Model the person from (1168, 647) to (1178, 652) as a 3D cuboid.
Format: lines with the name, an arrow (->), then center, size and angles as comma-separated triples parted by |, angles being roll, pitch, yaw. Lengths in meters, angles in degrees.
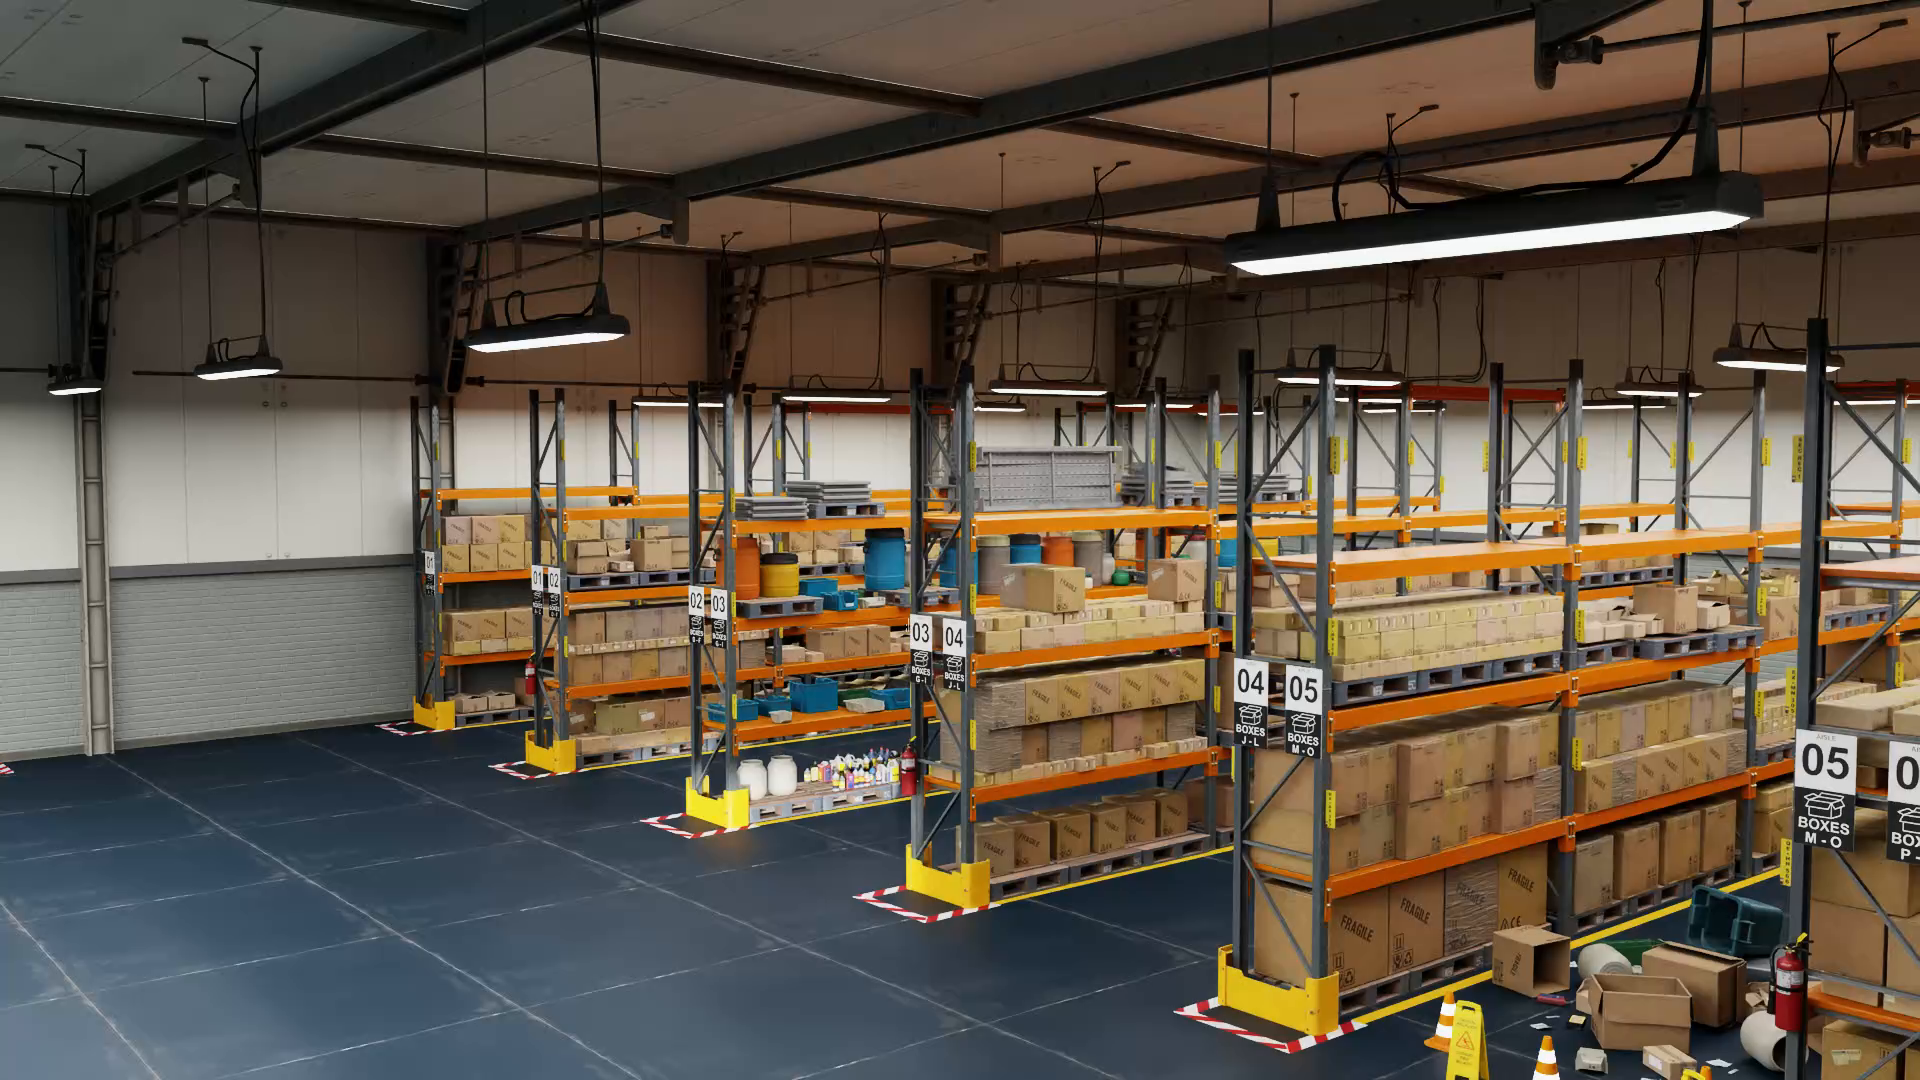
person -> 4.170, 2.356, 31.430 | 0.649, 1.658, 0.601 | -3, 5, -45

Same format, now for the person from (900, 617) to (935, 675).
person -> -0.879, 1.926, 34.819 | 0.878, 1.829, 0.684 | -3, 5, -44

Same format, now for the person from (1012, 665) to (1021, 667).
person -> 1.038, 2.338, 28.416 | 0.758, 1.769, 0.715 | -3, 5, -42
